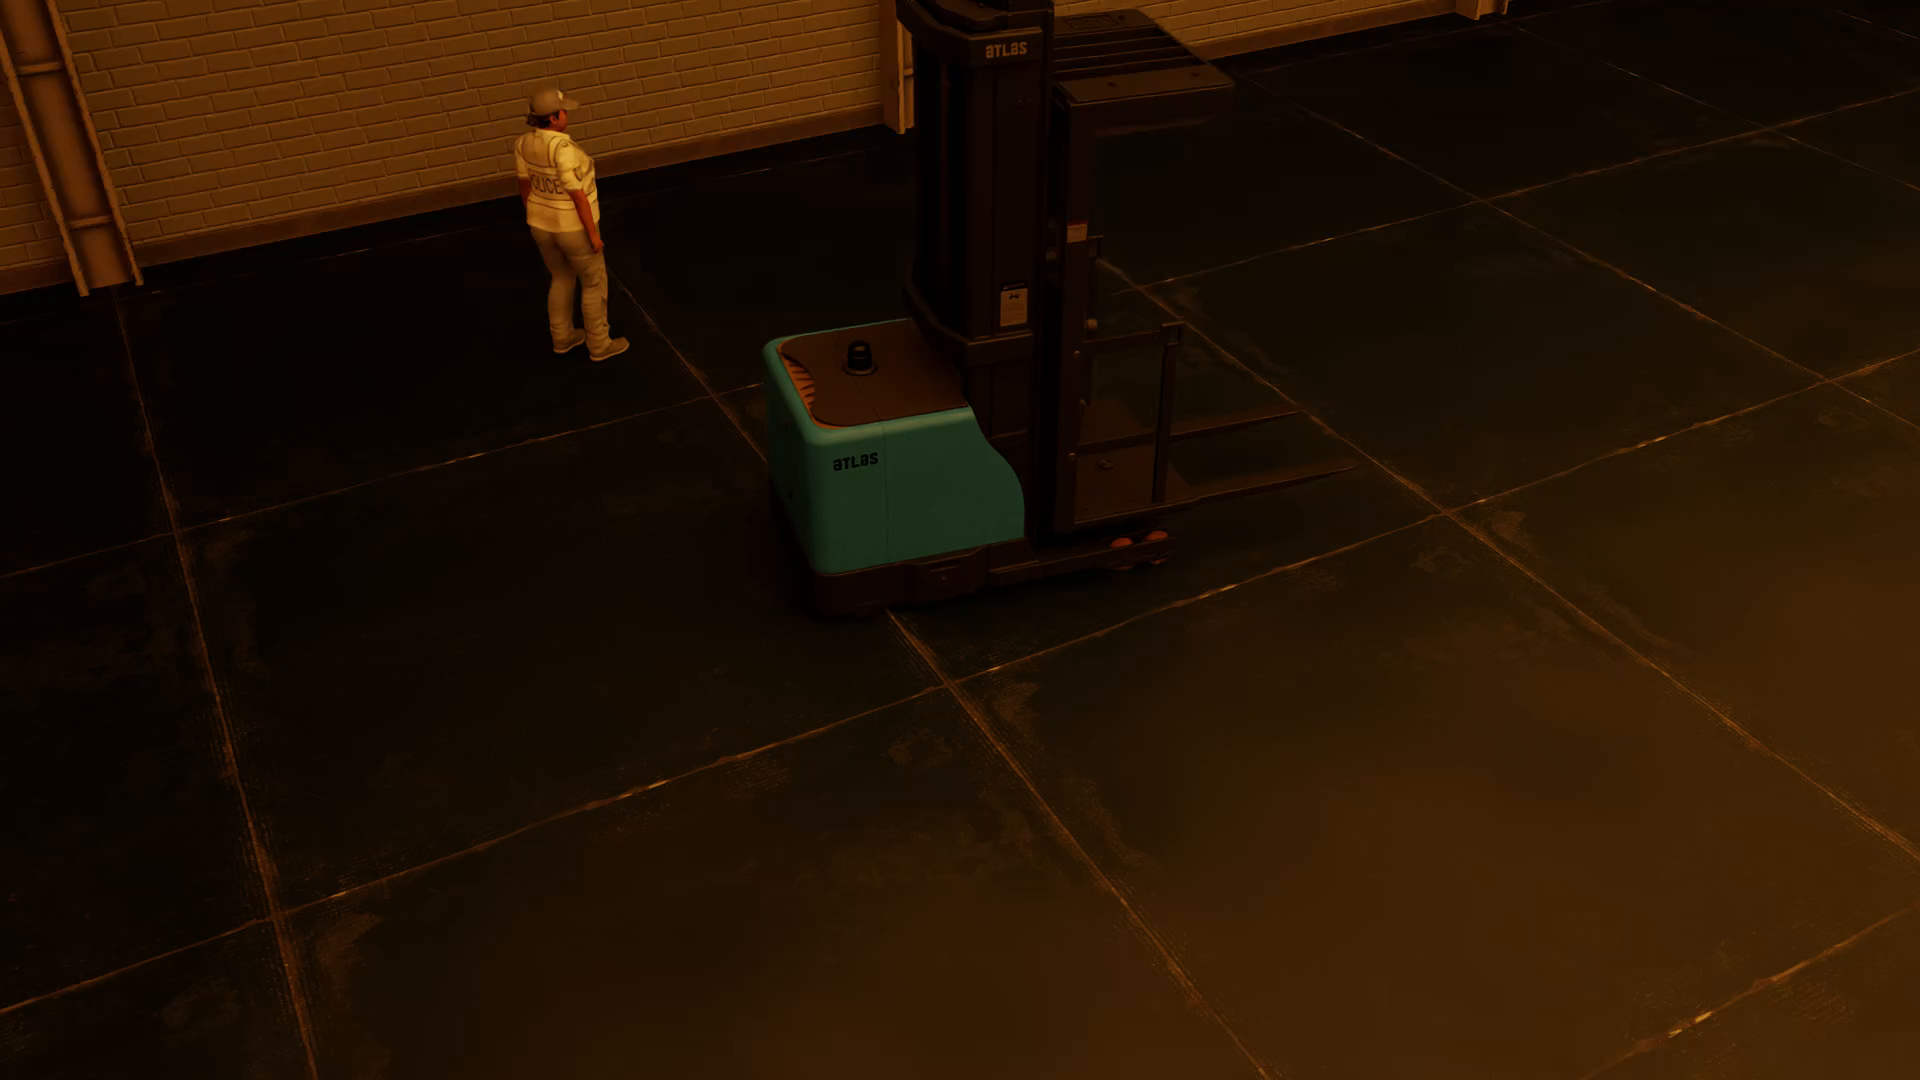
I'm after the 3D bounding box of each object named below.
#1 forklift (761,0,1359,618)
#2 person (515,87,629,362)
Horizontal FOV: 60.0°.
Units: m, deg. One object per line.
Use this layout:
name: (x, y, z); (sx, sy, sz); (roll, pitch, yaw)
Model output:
forklift: (0.581, -1.319, 7.989); (3.031, 2.935, 1.130); (-11, 37, -15)
person: (-2.326, -1.860, 9.856); (0.536, 1.667, 0.396); (20, 40, 25)
